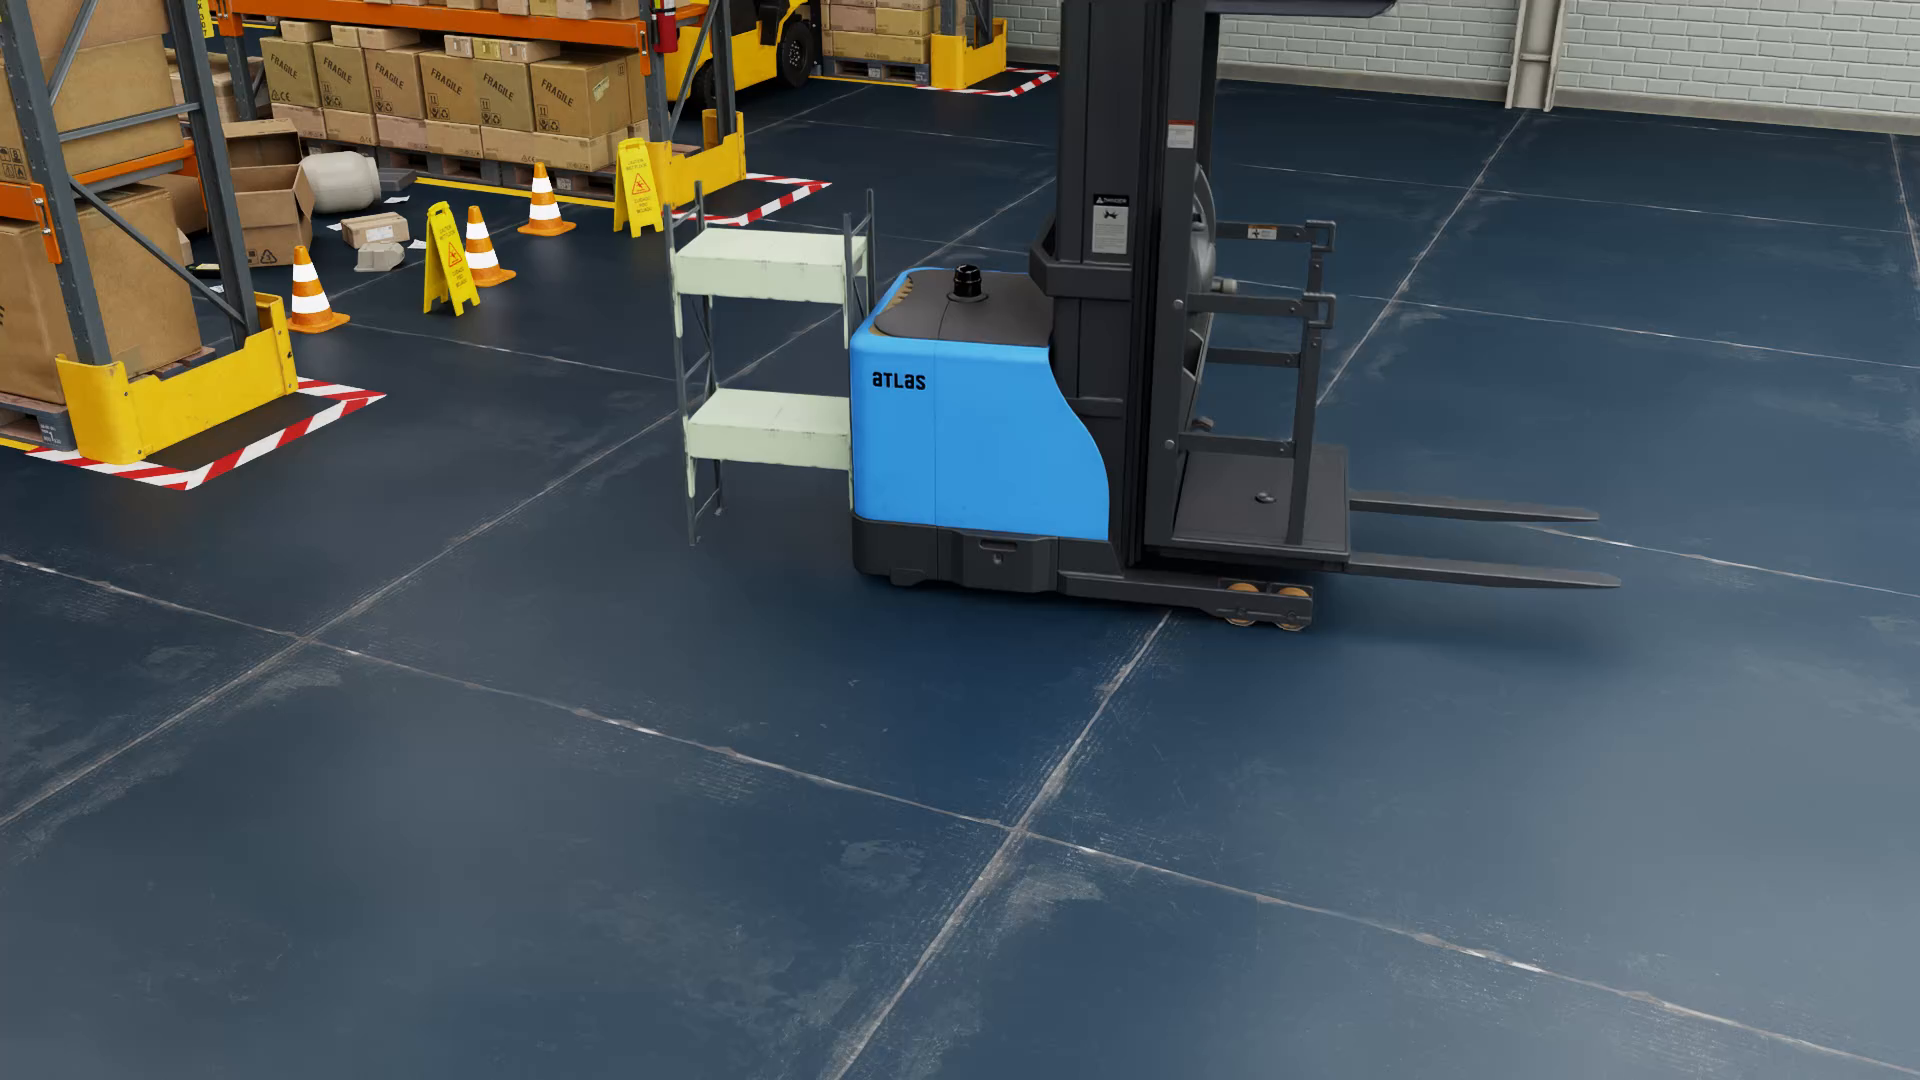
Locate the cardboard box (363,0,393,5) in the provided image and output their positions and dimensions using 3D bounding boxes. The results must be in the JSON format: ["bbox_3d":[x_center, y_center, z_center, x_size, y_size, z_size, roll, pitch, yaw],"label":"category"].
[{"bbox_3d":[-4.305,-4.169,12.605,0.250,0.149,0.380,12,28,22],"label":"cardboard box"}]

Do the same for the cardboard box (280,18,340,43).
[{"bbox_3d":[-5.105,-4.024,13.082,0.250,0.149,0.380,12,29,23],"label":"cardboard box"}]

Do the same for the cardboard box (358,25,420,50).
[{"bbox_3d":[-4.390,-3.883,12.795,0.250,0.149,0.380,13,29,25],"label":"cardboard box"}]

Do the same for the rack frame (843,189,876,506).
[{"bbox_3d":[-0.401,-0.666,6.905,0.023,1.500,0.400,5,27,10],"label":"rack frame"}]

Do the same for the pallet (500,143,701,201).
[{"bbox_3d":[-2.772,-2.900,12.901,1.213,0.211,1.003,11,28,22],"label":"pallet"}]

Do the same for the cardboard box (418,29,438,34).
[{"bbox_3d":[-4.506,-3.904,13.573,0.500,0.500,0.500,12,29,23],"label":"cardboard box"}]

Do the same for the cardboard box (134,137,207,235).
[{"bbox_3d":[-5.480,-2.386,11.373,0.503,0.637,0.797,11,28,22],"label":"cardboard box"}]

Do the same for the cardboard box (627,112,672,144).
[{"bbox_3d":[-2.598,-3.188,12.966,0.500,0.250,0.500,11,28,21],"label":"cardboard box"}]

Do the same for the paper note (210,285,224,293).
[{"bbox_3d":[-4.622,-1.594,10.456,0.142,0.017,0.144,23,35,39],"label":"paper note"}]

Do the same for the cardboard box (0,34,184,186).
[{"bbox_3d":[-4.292,-2.082,7.914,0.550,0.550,0.875,11,28,22],"label":"cardboard box"}]

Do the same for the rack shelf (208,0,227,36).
[{"bbox_3d":[-7.440,-4.748,14.313,4.000,0.370,1.077,11,28,22],"label":"rack shelf"}]

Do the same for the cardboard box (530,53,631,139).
[{"bbox_3d":[-2.815,-3.307,12.360,0.500,0.500,0.500,12,28,22],"label":"cardboard box"}]

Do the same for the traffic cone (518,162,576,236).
[{"bbox_3d":[-2.904,-2.396,11.593,0.334,0.463,0.336,11,28,22],"label":"traffic cone"}]

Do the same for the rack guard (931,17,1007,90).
[{"bbox_3d":[0.095,-4.845,16.524,0.348,0.500,1.175,11,28,22],"label":"rack guard"}]

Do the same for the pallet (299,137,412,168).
[{"bbox_3d":[-4.993,-3.346,13.807,1.213,0.211,1.003,11,28,22],"label":"pallet"}]

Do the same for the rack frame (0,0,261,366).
[{"bbox_3d":[-3.935,-1.965,7.846,0.127,3.000,1.000,11,28,22],"label":"rack frame"}]

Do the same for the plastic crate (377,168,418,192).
[{"bbox_3d":[-4.530,-2.779,12.804,0.583,0.080,0.402,2,26,4],"label":"plastic crate"}]

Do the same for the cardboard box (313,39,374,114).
[{"bbox_3d":[-4.702,-3.687,13.132,0.500,0.500,0.500,13,29,24],"label":"cardboard box"}]

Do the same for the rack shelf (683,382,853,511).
[{"bbox_3d":[-0.759,-0.406,7.114,0.720,0.370,0.431,5,27,10],"label":"rack shelf"}]

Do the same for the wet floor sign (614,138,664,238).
[{"bbox_3d":[-2.248,-2.453,11.502,0.232,0.644,0.267,23,35,39],"label":"wet floor sign"}]

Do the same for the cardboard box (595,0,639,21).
[{"bbox_3d":[-2.407,-3.844,11.946,0.250,0.149,0.380,12,29,24],"label":"cardboard box"}]

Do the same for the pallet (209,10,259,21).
[{"bbox_3d":[-8.980,-6.558,20.331,1.213,0.211,1.003,11,28,22],"label":"pallet"}]

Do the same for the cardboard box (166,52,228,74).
[{"bbox_3d":[-6.754,-3.940,14.356,0.625,0.372,0.950,13,29,25],"label":"cardboard box"}]

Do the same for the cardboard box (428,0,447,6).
[{"bbox_3d":[-3.791,-4.131,12.529,0.250,0.149,0.380,11,28,22],"label":"cardboard box"}]

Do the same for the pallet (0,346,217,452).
[{"bbox_3d":[-4.695,-0.829,8.695,1.213,0.211,1.003,11,28,22],"label":"pallet"}]

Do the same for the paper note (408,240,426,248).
[{"bbox_3d":[-3.663,-2.015,11.307,0.142,0.019,0.148,2,26,4],"label":"paper note"}]

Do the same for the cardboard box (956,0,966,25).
[{"bbox_3d":[-0.269,-5.319,16.730,0.500,0.250,0.500,12,29,23],"label":"cardboard box"}]

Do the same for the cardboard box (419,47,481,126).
[{"bbox_3d":[-3.748,-3.496,12.744,0.500,0.500,0.500,11,28,21],"label":"cardboard box"}]

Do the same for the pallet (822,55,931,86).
[{"bbox_3d":[-0.640,-4.843,16.847,1.213,0.211,1.003,11,28,22],"label":"pallet"}]

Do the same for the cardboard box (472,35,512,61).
[{"bbox_3d":[-3.405,-3.685,12.394,0.250,0.149,0.380,12,29,23],"label":"cardboard box"}]

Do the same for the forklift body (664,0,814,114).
[{"bbox_3d":[-2.408,-5.203,15.383,1.214,2.155,2.313,11,28,22],"label":"forklift body"}]

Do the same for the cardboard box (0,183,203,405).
[{"bbox_3d":[-4.580,-1.298,8.420,0.875,0.875,0.875,12,28,22],"label":"cardboard box"}]

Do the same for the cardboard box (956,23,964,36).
[{"bbox_3d":[-0.293,-5.094,16.838,0.500,0.250,0.500,11,28,22],"label":"cardboard box"}]

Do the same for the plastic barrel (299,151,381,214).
[{"bbox_3d":[-4.485,-2.587,12.026,0.512,0.421,0.421,-12,29,-23],"label":"plastic barrel"}]

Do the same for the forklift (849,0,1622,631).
[{"bbox_3d":[1.125,-1.215,6.400,3.031,2.935,1.130,5,27,10],"label":"forklift"}]

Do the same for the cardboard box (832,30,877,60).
[{"bbox_3d":[-0.934,-4.979,16.605,0.500,0.250,0.500,11,28,22],"label":"cardboard box"}]

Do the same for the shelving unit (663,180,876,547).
[{"bbox_3d":[-0.759,-0.698,6.970,0.755,1.500,0.431,5,27,10],"label":"shelving unit"}]

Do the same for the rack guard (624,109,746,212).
[{"bbox_3d":[-2.047,-2.867,12.506,0.348,0.500,1.175,11,28,22],"label":"rack guard"}]

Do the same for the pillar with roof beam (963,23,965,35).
[{"bbox_3d":[-1.970,-7.421,12.135,0.400,9.000,9.100,11,28,22],"label":"pillar with roof beam"}]

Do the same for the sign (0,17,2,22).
[{"bbox_3d":[-4.172,-2.375,7.100,0.005,0.325,0.100,11,28,22],"label":"sign"}]

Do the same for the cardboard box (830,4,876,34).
[{"bbox_3d":[-0.951,-5.209,16.506,0.500,0.250,0.500,11,28,21],"label":"cardboard box"}]

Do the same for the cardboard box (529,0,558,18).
[{"bbox_3d":[-2.908,-3.901,12.062,0.250,0.149,0.380,11,28,21],"label":"cardboard box"}]

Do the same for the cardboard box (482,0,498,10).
[{"bbox_3d":[-3.330,-4.039,12.343,0.250,0.149,0.380,12,29,23],"label":"cardboard box"}]

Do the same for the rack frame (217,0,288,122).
[{"bbox_3d":[-5.619,-4.706,13.412,0.127,3.000,1.000,11,28,22],"label":"rack frame"}]

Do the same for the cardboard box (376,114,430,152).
[{"bbox_3d":[-4.219,-3.255,13.103,0.500,0.250,0.500,11,28,21],"label":"cardboard box"}]

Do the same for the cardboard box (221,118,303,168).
[{"bbox_3d":[-5.207,-2.842,12.454,0.500,0.500,0.500,-12,29,-23],"label":"cardboard box"}]

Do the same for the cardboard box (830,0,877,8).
[{"bbox_3d":[-0.942,-5.424,16.376,0.500,0.250,0.500,12,29,23],"label":"cardboard box"}]

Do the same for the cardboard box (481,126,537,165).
[{"bbox_3d":[-3.294,-3.066,12.720,0.500,0.250,0.500,11,28,22],"label":"cardboard box"}]

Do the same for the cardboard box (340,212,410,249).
[{"bbox_3d":[-4.007,-2.122,11.393,0.380,0.149,0.250,-18,31,-31],"label":"cardboard box"}]

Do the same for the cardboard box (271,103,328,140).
[{"bbox_3d":[-5.194,-3.444,13.487,0.500,0.250,0.500,10,28,19],"label":"cardboard box"}]

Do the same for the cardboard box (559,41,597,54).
[{"bbox_3d":[-3.098,-3.622,12.999,0.500,0.500,0.500,10,28,20],"label":"cardboard box"}]
